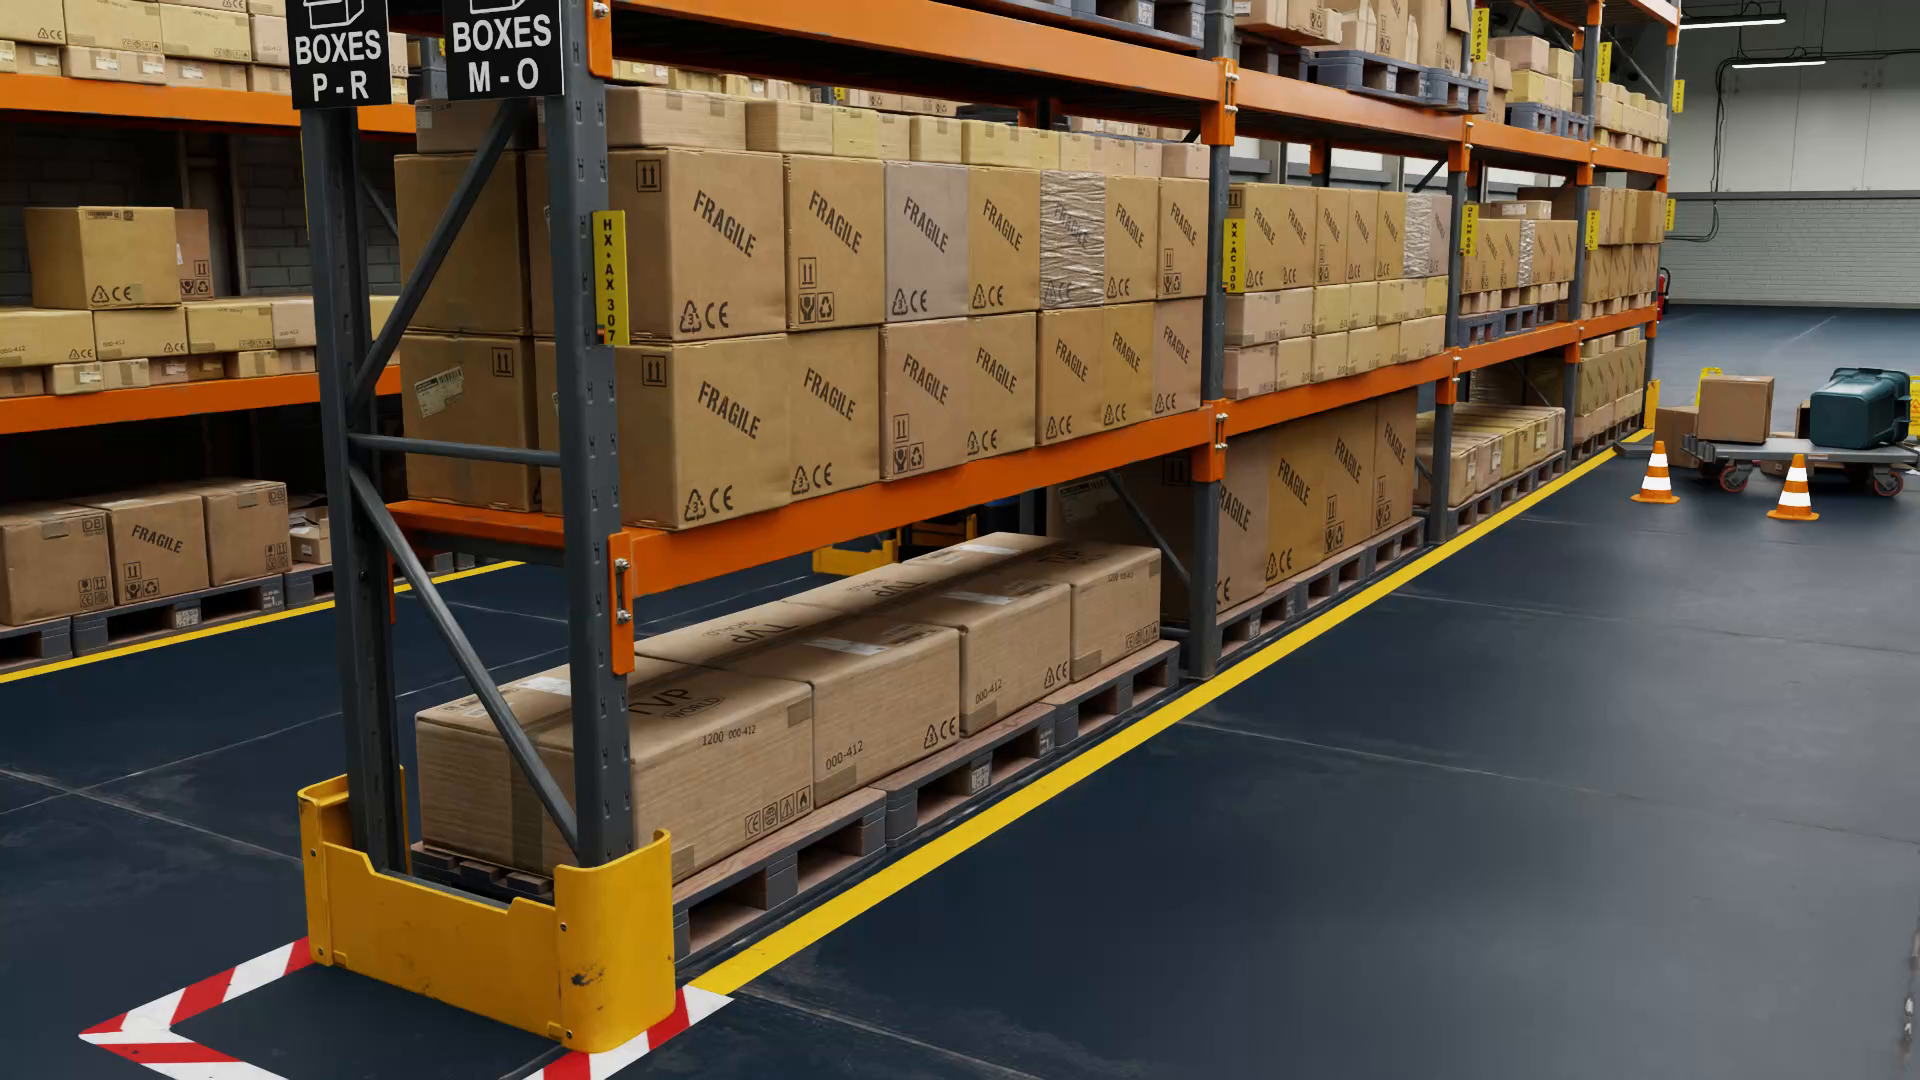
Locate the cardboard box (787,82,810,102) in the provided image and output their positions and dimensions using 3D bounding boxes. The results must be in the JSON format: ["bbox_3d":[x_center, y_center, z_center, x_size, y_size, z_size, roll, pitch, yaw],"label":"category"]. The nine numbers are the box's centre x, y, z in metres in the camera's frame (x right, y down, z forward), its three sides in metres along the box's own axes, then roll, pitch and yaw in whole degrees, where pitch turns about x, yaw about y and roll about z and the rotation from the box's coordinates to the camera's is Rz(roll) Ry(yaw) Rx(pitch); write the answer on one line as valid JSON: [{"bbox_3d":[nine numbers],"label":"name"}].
[{"bbox_3d":[-1.396,-3.481,12.982,0.380,0.149,0.250,7,13,32],"label":"cardboard box"}]

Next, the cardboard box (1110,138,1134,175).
[{"bbox_3d":[0.495,-1.571,6.859,0.380,0.149,0.250,6,12,31],"label":"cardboard box"}]

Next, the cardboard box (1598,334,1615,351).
[{"bbox_3d":[5.959,-1.865,15.710,0.380,0.149,0.250,7,13,34],"label":"cardboard box"}]

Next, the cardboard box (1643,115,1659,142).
[{"bbox_3d":[6.671,-4.110,16.620,0.500,0.250,0.500,6,12,30],"label":"cardboard box"}]

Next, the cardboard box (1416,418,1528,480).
[{"bbox_3d":[3.903,-0.727,13.102,0.950,0.372,0.625,7,13,33],"label":"cardboard box"}]

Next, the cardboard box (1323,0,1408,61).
[{"bbox_3d":[2.160,-2.914,9.219,0.500,0.500,0.500,7,12,31],"label":"cardboard box"}]

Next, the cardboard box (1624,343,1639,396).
[{"bbox_3d":[6.519,-1.738,16.791,0.500,0.500,0.500,7,13,33],"label":"cardboard box"}]

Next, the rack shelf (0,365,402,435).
[{"bbox_3d":[-4.533,-0.666,8.727,1.077,0.370,4.000,6,12,31],"label":"rack shelf"}]

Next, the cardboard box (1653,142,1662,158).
[{"bbox_3d":[6.933,-3.973,16.971,0.380,0.149,0.250,6,12,31],"label":"cardboard box"}]

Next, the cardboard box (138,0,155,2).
[{"bbox_3d":[-4.341,-2.783,8.170,0.500,0.250,0.500,7,13,32],"label":"cardboard box"}]

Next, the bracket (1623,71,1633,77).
[{"bbox_3d":[18.622,-12.945,46.278,0.076,0.066,3.189,6,12,31],"label":"bracket"}]

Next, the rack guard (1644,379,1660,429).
[{"bbox_3d":[6.941,-1.507,18.058,1.175,0.500,0.348,6,12,31],"label":"rack guard"}]

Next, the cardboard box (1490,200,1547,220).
[{"bbox_3d":[4.388,-2.590,13.066,0.380,0.149,0.250,6,12,28],"label":"cardboard box"}]

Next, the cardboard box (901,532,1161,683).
[{"bbox_3d":[0.332,0.281,7.536,0.875,0.438,0.875,6,12,30],"label":"cardboard box"}]

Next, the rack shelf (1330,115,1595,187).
[{"bbox_3d":[3.865,-2.924,12.642,1.077,0.370,4.000,6,12,31],"label":"rack shelf"}]

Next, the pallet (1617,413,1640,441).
[{"bbox_3d":[6.489,-1.240,17.420,1.003,0.211,1.213,6,12,31],"label":"pallet"}]

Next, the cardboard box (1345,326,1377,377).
[{"bbox_3d":[2.019,-1.069,9.333,0.500,0.250,0.500,6,12,30],"label":"cardboard box"}]

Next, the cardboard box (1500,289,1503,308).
[{"bbox_3d":[3.843,-1.820,12.481,0.380,0.149,0.250,7,13,33],"label":"cardboard box"}]

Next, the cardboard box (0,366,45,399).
[{"bbox_3d":[-4.650,-0.772,8.023,0.380,0.149,0.250,7,12,32],"label":"cardboard box"}]

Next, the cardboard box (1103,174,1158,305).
[{"bbox_3d":[0.471,-1.221,6.751,0.500,0.500,0.500,6,12,30],"label":"cardboard box"}]

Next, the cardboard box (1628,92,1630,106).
[{"bbox_3d":[6.082,-4.132,15.652,0.380,0.149,0.250,7,13,32],"label":"cardboard box"}]

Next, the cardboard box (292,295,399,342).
[{"bbox_3d":[-3.550,-1.303,9.775,0.500,0.250,0.500,7,13,32],"label":"cardboard box"}]

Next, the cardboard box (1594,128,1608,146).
[{"bbox_3d":[5.461,-3.530,14.606,0.380,0.149,0.250,6,12,31],"label":"cardboard box"}]

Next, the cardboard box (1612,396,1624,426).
[{"bbox_3d":[6.248,-1.286,16.417,0.500,0.250,0.500,6,12,29],"label":"cardboard box"}]

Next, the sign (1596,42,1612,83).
[{"bbox_3d":[5.380,-3.988,13.892,0.100,0.325,0.005,6,12,31],"label":"sign"}]

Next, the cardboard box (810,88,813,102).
[{"bbox_3d":[-1.260,-3.757,14.131,0.500,0.250,0.500,6,12,31],"label":"cardboard box"}]

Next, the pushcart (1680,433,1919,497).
[{"bbox_3d":[6.878,-0.619,13.652,1.648,0.377,0.936,2,11,11],"label":"pushcart"}]

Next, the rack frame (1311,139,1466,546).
[{"bbox_3d":[2.827,-1.489,11.172,1.000,3.000,0.127,6,12,31],"label":"rack frame"}]

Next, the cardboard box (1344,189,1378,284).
[{"bbox_3d":[1.990,-1.686,9.232,0.500,0.500,0.500,6,12,30],"label":"cardboard box"}]

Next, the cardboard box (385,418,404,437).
[{"bbox_3d":[-3.550,-0.716,10.929,0.380,0.149,0.250,6,12,28],"label":"cardboard box"}]

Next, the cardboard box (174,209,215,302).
[{"bbox_3d":[-4.495,-1.566,9.143,0.500,0.500,0.500,6,12,29],"label":"cardboard box"}]

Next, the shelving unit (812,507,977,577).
[{"bbox_3d":[-0.402,-0.599,10.492,0.587,1.500,1.083,6,12,29],"label":"shelving unit"}]

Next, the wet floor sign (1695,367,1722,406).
[{"bbox_3d":[7.993,-1.518,17.722,0.232,0.644,0.267,-8,13,-38],"label":"wet floor sign"}]

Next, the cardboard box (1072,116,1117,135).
[{"bbox_3d":[1.299,-4.386,17.321,0.500,0.311,0.500,7,13,32],"label":"cardboard box"}]

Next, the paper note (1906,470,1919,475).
[{"bbox_3d":[8.328,-0.586,14.439,0.155,0.023,0.172,-8,13,-38],"label":"paper note"}]

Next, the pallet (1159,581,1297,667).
[{"bbox_3d":[1.086,0.382,8.755,1.003,0.211,1.213,6,12,31],"label":"pallet"}]

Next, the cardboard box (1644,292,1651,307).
[{"bbox_3d":[6.932,-2.494,17.222,0.380,0.149,0.250,6,12,30],"label":"cardboard box"}]

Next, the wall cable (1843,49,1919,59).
[{"bbox_3d":[24.796,-13.839,43.190,3.097,2.526,0.112,6,12,31],"label":"wall cable"}]

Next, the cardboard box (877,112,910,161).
[{"bbox_3d":[-0.385,-1.287,5.341,0.380,0.149,0.250,7,12,31],"label":"cardboard box"}]

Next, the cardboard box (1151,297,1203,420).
[{"bbox_3d":[0.728,-0.812,7.282,0.500,0.500,0.500,7,12,31],"label":"cardboard box"}]

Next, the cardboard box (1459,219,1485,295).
[{"bbox_3d":[3.258,-1.940,11.356,0.500,0.500,0.500,6,12,29],"label":"cardboard box"}]

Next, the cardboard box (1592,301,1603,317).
[{"bbox_3d":[5.698,-2.139,15.323,0.380,0.149,0.250,7,13,32],"label":"cardboard box"}]

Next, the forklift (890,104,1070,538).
[{"bbox_3d":[0.547,-1.640,12.162,1.130,2.935,3.031,6,12,29],"label":"forklift"}]

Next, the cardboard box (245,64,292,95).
[{"bbox_3d":[-3.836,-2.482,9.006,0.380,0.149,0.250,6,12,30],"label":"cardboard box"}]

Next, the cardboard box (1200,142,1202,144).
[{"bbox_3d":[2.714,-4.907,19.593,0.500,0.500,0.500,7,13,33],"label":"cardboard box"}]

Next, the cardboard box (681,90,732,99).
[{"bbox_3d":[-1.996,-3.102,12.041,0.500,0.250,0.500,6,12,31],"label":"cardboard box"}]

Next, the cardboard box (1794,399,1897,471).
[{"bbox_3d":[7.754,-0.921,14.552,0.797,0.637,0.503,6,12,31],"label":"cardboard box"}]

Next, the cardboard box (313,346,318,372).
[{"bbox_3d":[-3.675,-1.050,9.507,0.380,0.149,0.250,7,13,32],"label":"cardboard box"}]

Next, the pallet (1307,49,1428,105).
[{"bbox_3d":[1.960,-2.588,9.404,1.003,0.211,1.213,7,13,33],"label":"pallet"}]

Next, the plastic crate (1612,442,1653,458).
[{"bbox_3d":[6.419,-0.852,15.701,0.402,0.080,0.583,2,11,11],"label":"plastic crate"}]

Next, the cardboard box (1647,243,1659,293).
[{"bbox_3d":[6.934,-2.831,17.259,0.500,0.500,0.500,6,12,30],"label":"cardboard box"}]

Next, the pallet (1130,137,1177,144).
[{"bbox_3d":[1.714,-4.350,18.544,1.003,0.211,1.213,6,12,31],"label":"pallet"}]

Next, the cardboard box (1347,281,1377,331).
[{"bbox_3d":[2.012,-1.316,9.293,0.500,0.250,0.500,6,12,29],"label":"cardboard box"}]

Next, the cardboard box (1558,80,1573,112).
[{"bbox_3d":[4.724,-3.620,13.666,0.500,0.250,0.500,6,12,30],"label":"cardboard box"}]
